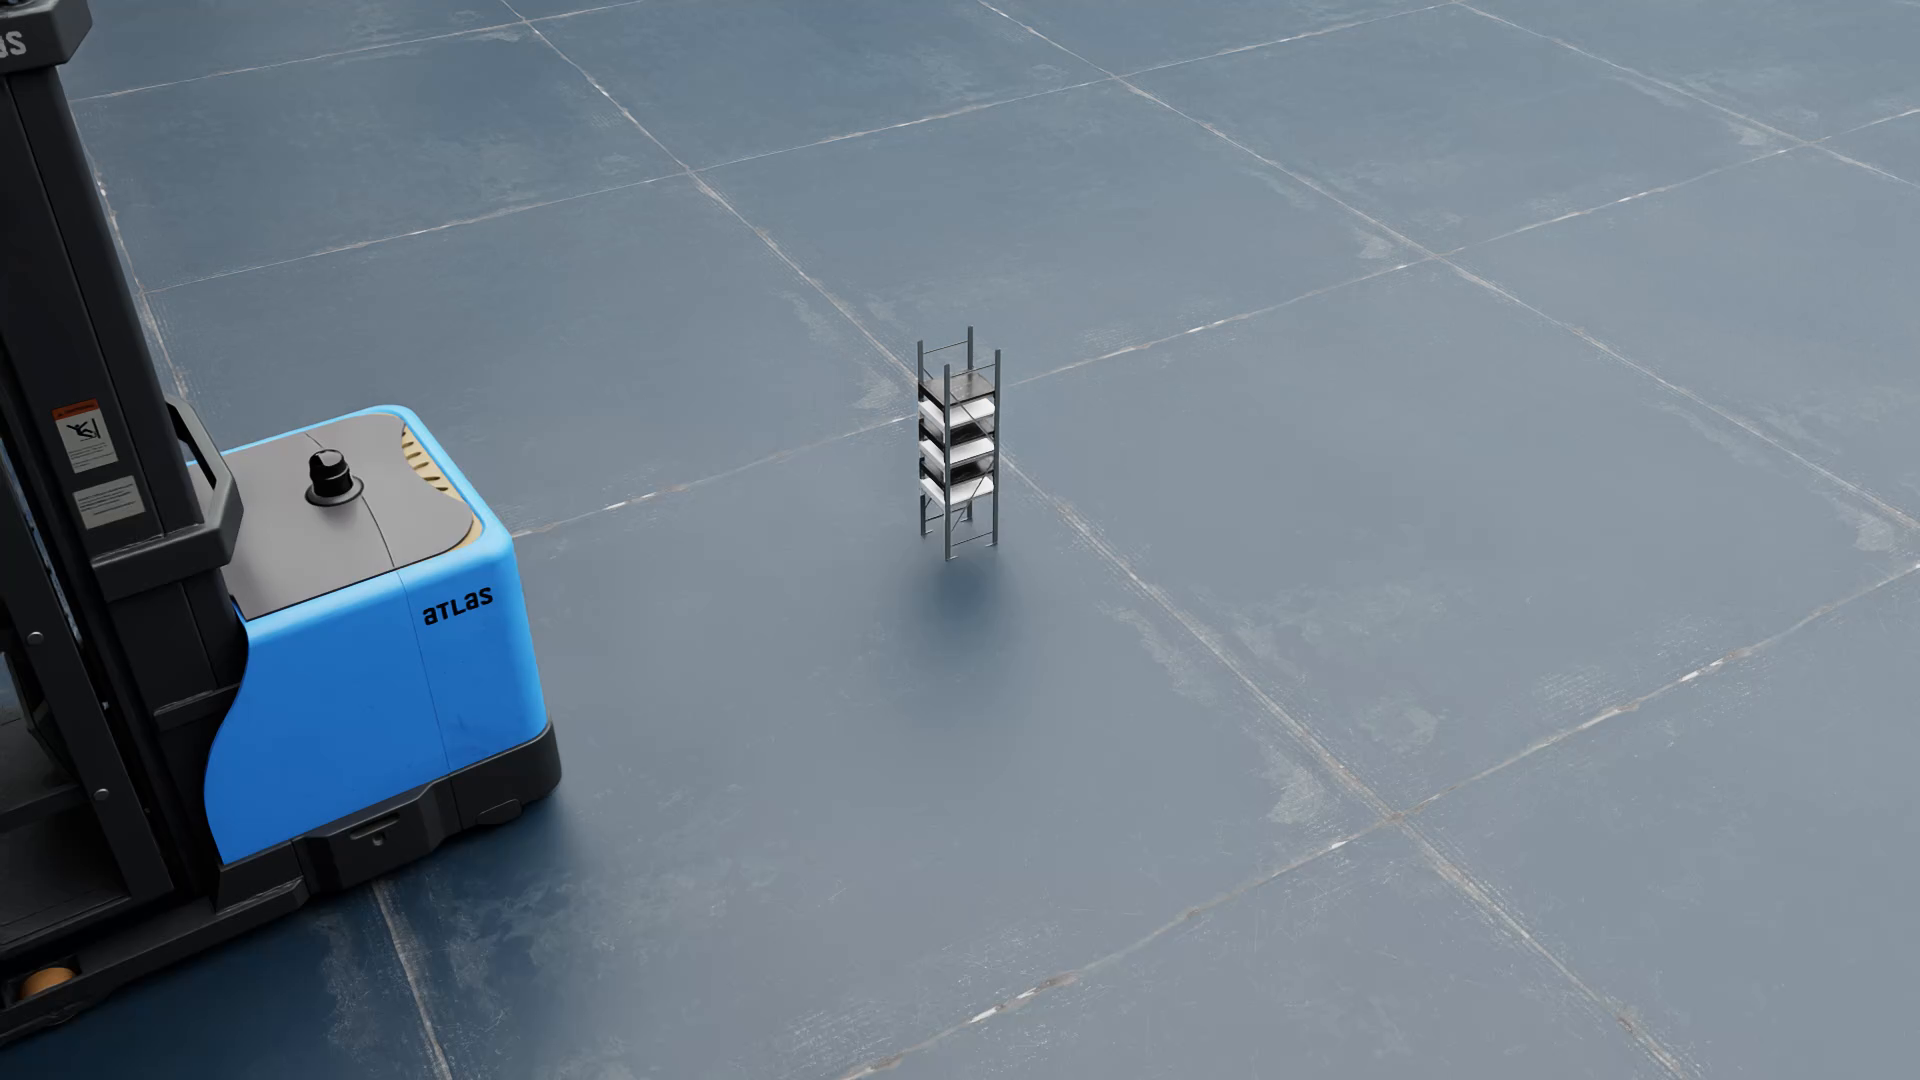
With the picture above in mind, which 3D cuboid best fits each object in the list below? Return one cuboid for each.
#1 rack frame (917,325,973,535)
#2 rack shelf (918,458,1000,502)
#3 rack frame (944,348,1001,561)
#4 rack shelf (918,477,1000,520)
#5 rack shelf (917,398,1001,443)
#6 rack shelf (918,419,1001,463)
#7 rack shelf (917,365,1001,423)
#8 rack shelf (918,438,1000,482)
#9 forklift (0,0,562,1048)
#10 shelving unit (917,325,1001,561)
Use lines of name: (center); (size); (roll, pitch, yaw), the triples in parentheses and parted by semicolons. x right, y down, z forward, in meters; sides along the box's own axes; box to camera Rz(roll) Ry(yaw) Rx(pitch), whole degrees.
rack frame: (-0.055, -0.419, 6.561); (0.240, 0.900, 0.006); (-19, 40, -24)
rack shelf: (-0.004, -0.268, 6.563); (0.258, 0.077, 0.200); (-19, 40, -24)
rack frame: (0.047, -0.316, 6.419); (0.240, 0.900, 0.006); (-19, 40, -24)
rack shelf: (-0.004, -0.195, 6.616); (0.258, 0.077, 0.200); (-19, 40, -24)
rack shelf: (-0.004, -0.486, 6.404); (0.258, 0.077, 0.200); (-19, 40, -24)
rack shelf: (-0.004, -0.413, 6.457); (0.258, 0.077, 0.200); (-19, 40, -24)
rack shelf: (-0.004, -0.559, 6.351); (0.258, 0.077, 0.200); (-19, 40, -24)
rack shelf: (-0.004, -0.341, 6.510); (0.258, 0.077, 0.200); (-19, 40, -24)
forklift: (-2.834, -0.070, 4.361); (3.031, 2.935, 1.130); (-22, 41, -27)
shelving unit: (-0.004, -0.368, 6.490); (0.258, 0.900, 0.210); (-19, 40, -24)
